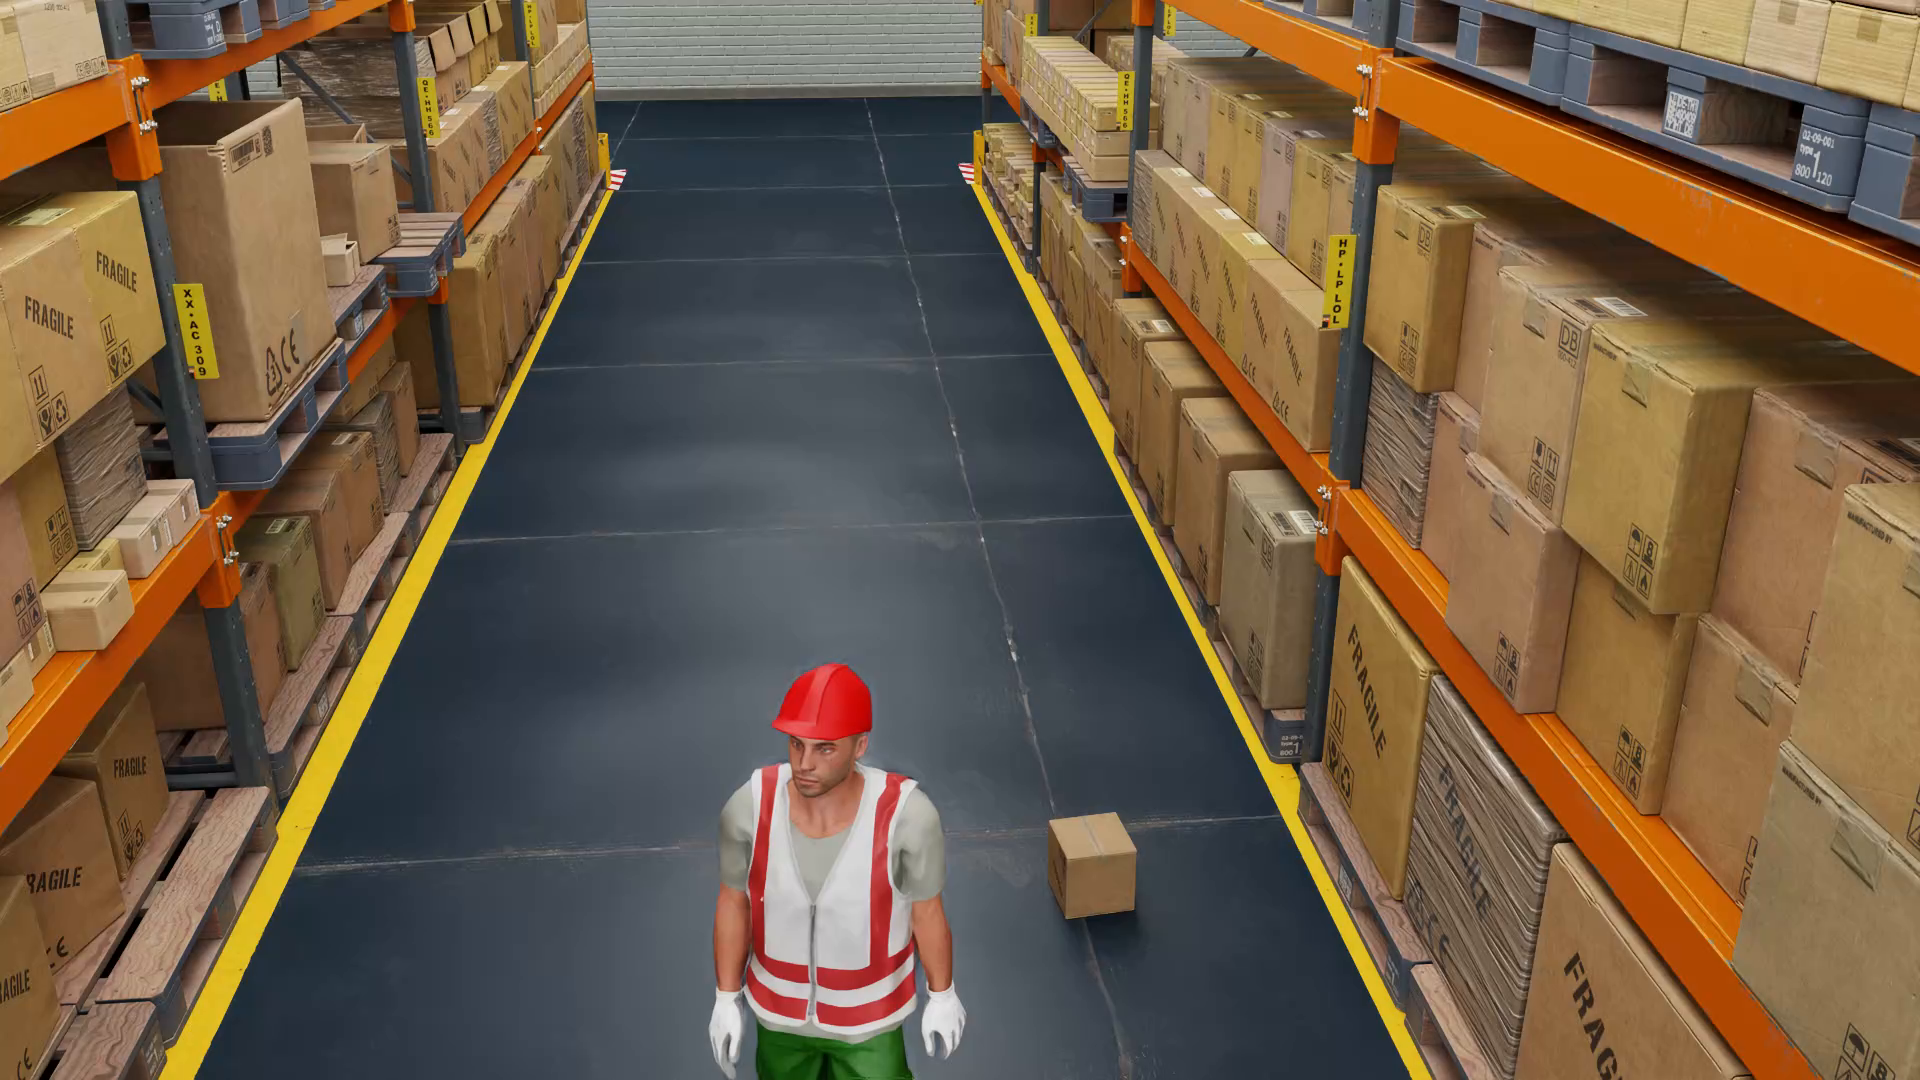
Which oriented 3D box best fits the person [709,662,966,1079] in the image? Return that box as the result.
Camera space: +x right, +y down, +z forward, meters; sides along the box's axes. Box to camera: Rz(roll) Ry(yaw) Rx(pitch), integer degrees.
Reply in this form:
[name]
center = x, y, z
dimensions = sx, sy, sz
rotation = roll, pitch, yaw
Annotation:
[person]
center = -0.302, 1.146, 3.940
dimensions = 0.588, 1.843, 0.519
rotation = 5, 24, 12
